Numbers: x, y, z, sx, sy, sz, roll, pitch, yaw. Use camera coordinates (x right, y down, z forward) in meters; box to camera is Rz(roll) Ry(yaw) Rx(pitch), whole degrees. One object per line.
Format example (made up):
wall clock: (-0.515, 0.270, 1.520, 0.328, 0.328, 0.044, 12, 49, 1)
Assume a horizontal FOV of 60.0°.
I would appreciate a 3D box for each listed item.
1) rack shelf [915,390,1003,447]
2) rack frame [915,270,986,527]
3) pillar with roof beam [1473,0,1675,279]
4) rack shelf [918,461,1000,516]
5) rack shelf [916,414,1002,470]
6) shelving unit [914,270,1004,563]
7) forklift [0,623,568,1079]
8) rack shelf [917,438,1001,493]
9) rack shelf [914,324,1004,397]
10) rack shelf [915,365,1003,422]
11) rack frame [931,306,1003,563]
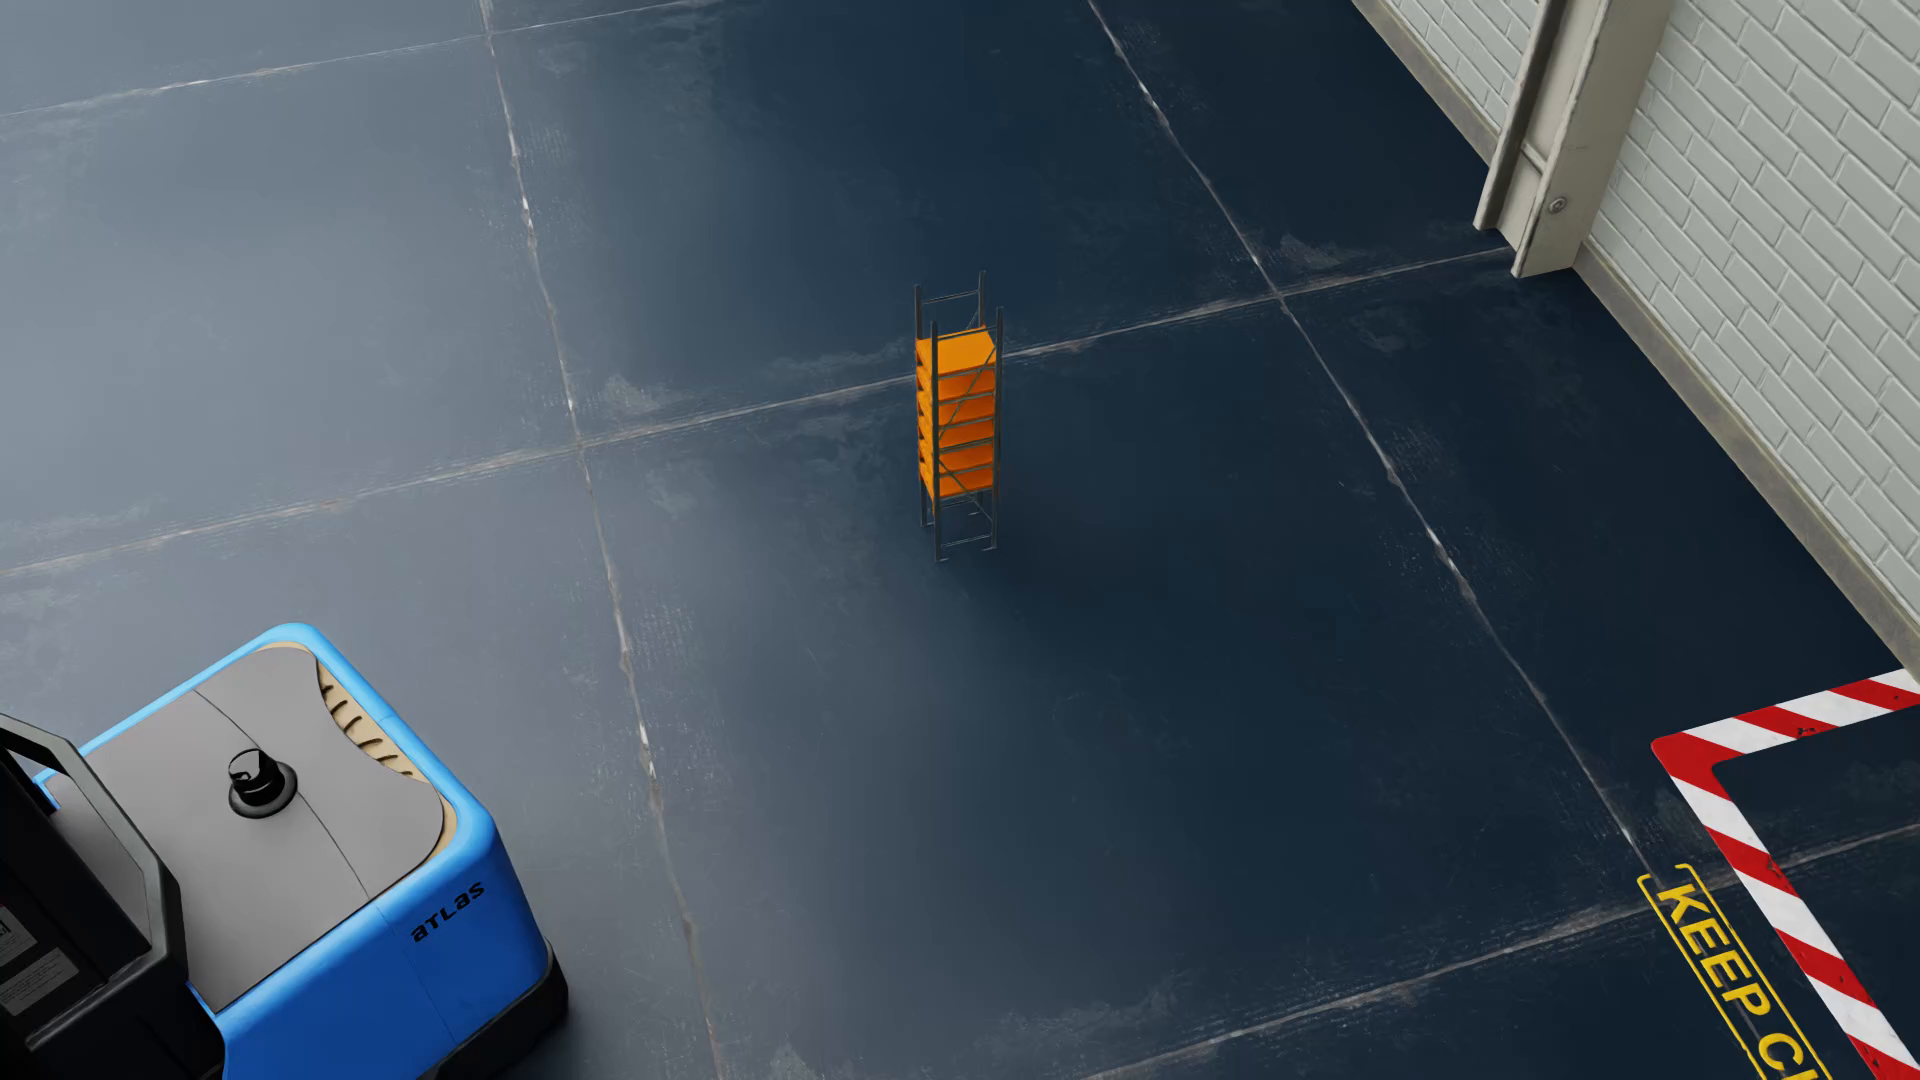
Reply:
rack shelf: (-0.004, -0.446, 5.742, 0.258, 0.103, 0.180, -13, 51, -11)
rack frame: (-0.031, -0.464, 5.857, 0.240, 1.200, 0.006, -13, 51, -11)
pillar with roof beam: (-1.613, -3.238, 3.094, 9.100, 9.000, 0.400, -13, 51, -11)
rack shelf: (-0.004, -0.214, 6.018, 0.258, 0.103, 0.180, -13, 51, -11)
rack shelf: (-0.004, -0.369, 5.834, 0.258, 0.103, 0.180, -13, 51, -11)
shelving unit: (-0.004, -0.397, 5.800, 0.258, 1.200, 0.189, -13, 51, -11)
forklift: (-2.578, 1.009, 3.482, 3.031, 2.935, 1.130, -37, 59, -27)
rack shelf: (-0.004, -0.291, 5.926, 0.258, 0.103, 0.180, -13, 51, -11)
rack shelf: (-0.004, -0.601, 5.559, 0.258, 0.103, 0.180, -13, 51, -11)
rack shelf: (-0.004, -0.523, 5.651, 0.258, 0.103, 0.180, -13, 51, -11)
rack frame: (0.023, -0.330, 5.744, 0.240, 1.200, 0.006, -13, 51, -11)
